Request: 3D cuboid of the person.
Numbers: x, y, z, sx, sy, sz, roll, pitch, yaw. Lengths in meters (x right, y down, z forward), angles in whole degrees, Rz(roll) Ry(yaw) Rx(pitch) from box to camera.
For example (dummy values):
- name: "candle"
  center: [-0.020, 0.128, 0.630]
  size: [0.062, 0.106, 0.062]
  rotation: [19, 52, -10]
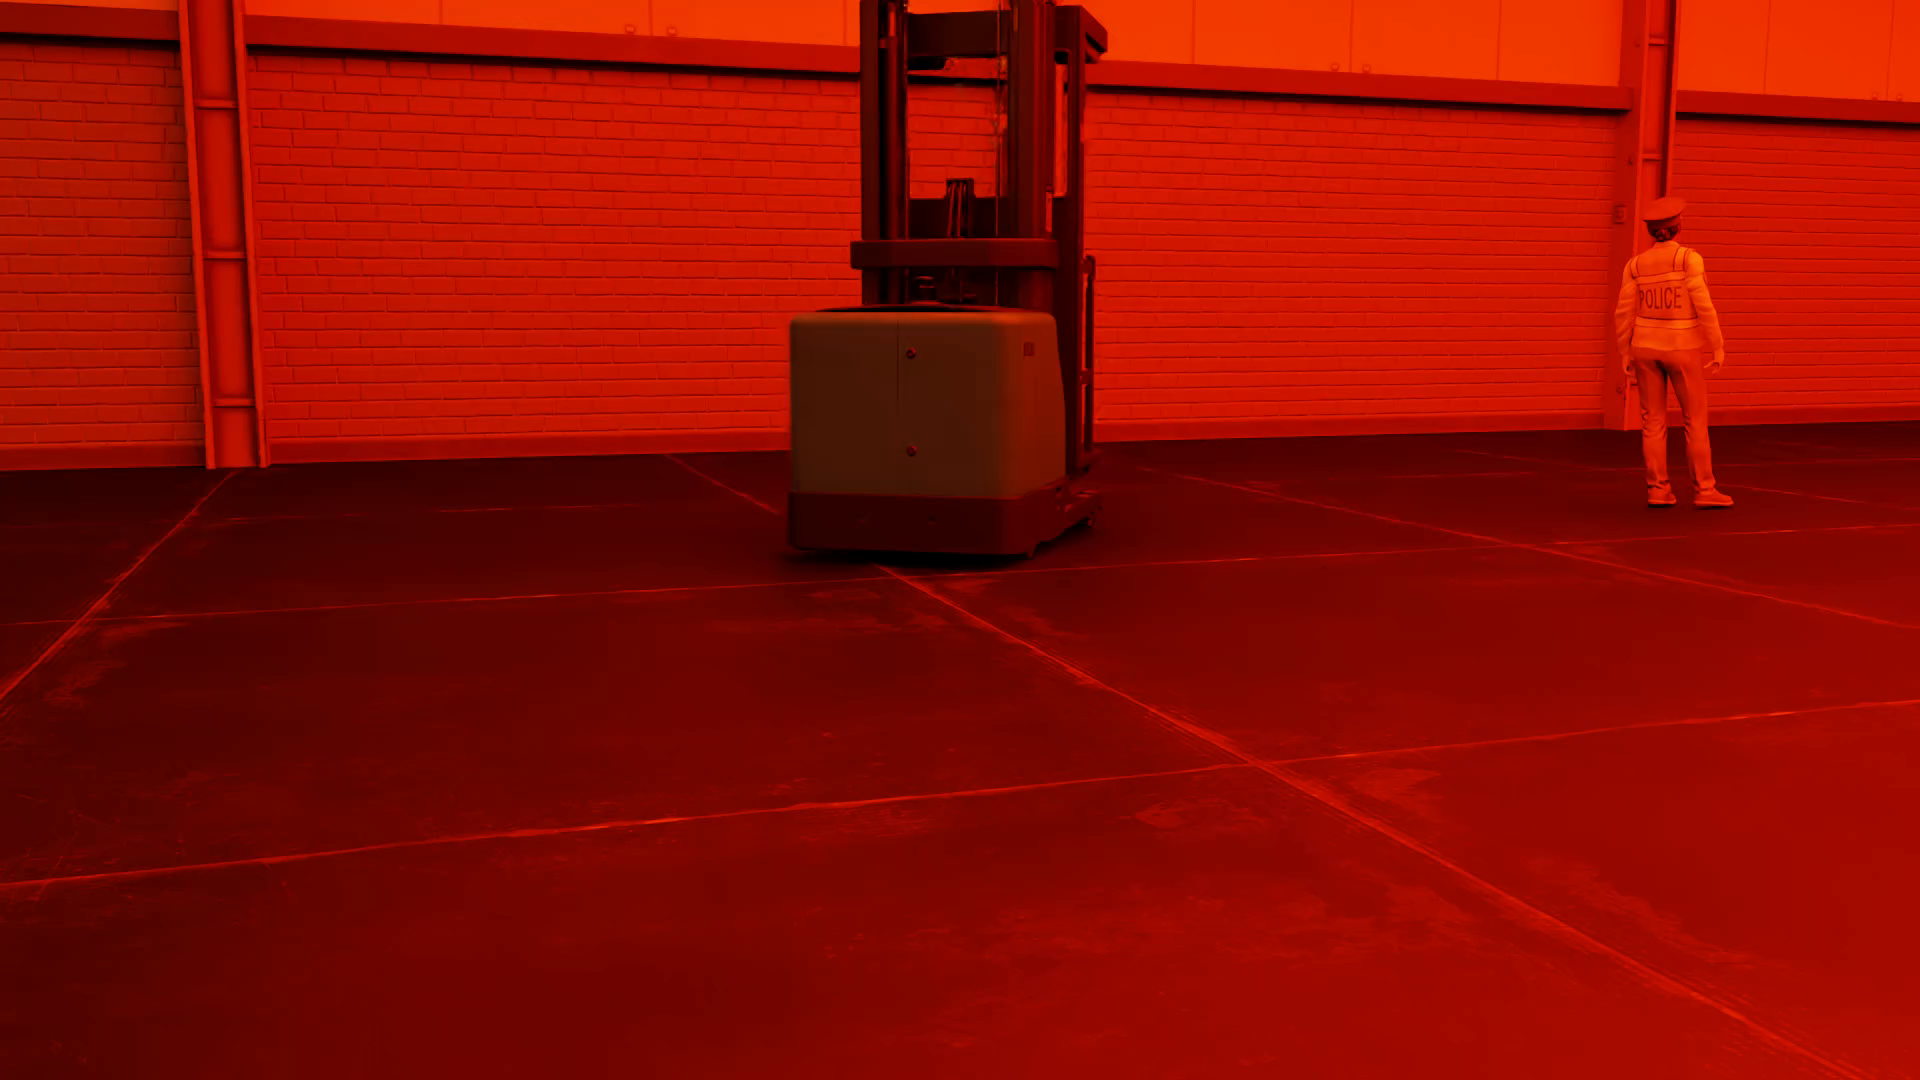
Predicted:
- name: "person"
  center: [3.942, -1.034, 9.188]
  size: [0.532, 1.694, 0.586]
  rotation: [-7, 11, -43]

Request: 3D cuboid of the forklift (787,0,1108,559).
- name: "forklift"
  center: [0.119, -1.530, 8.297]
  size: [1.130, 2.935, 3.031]
  rotation: [2, 8, 14]
